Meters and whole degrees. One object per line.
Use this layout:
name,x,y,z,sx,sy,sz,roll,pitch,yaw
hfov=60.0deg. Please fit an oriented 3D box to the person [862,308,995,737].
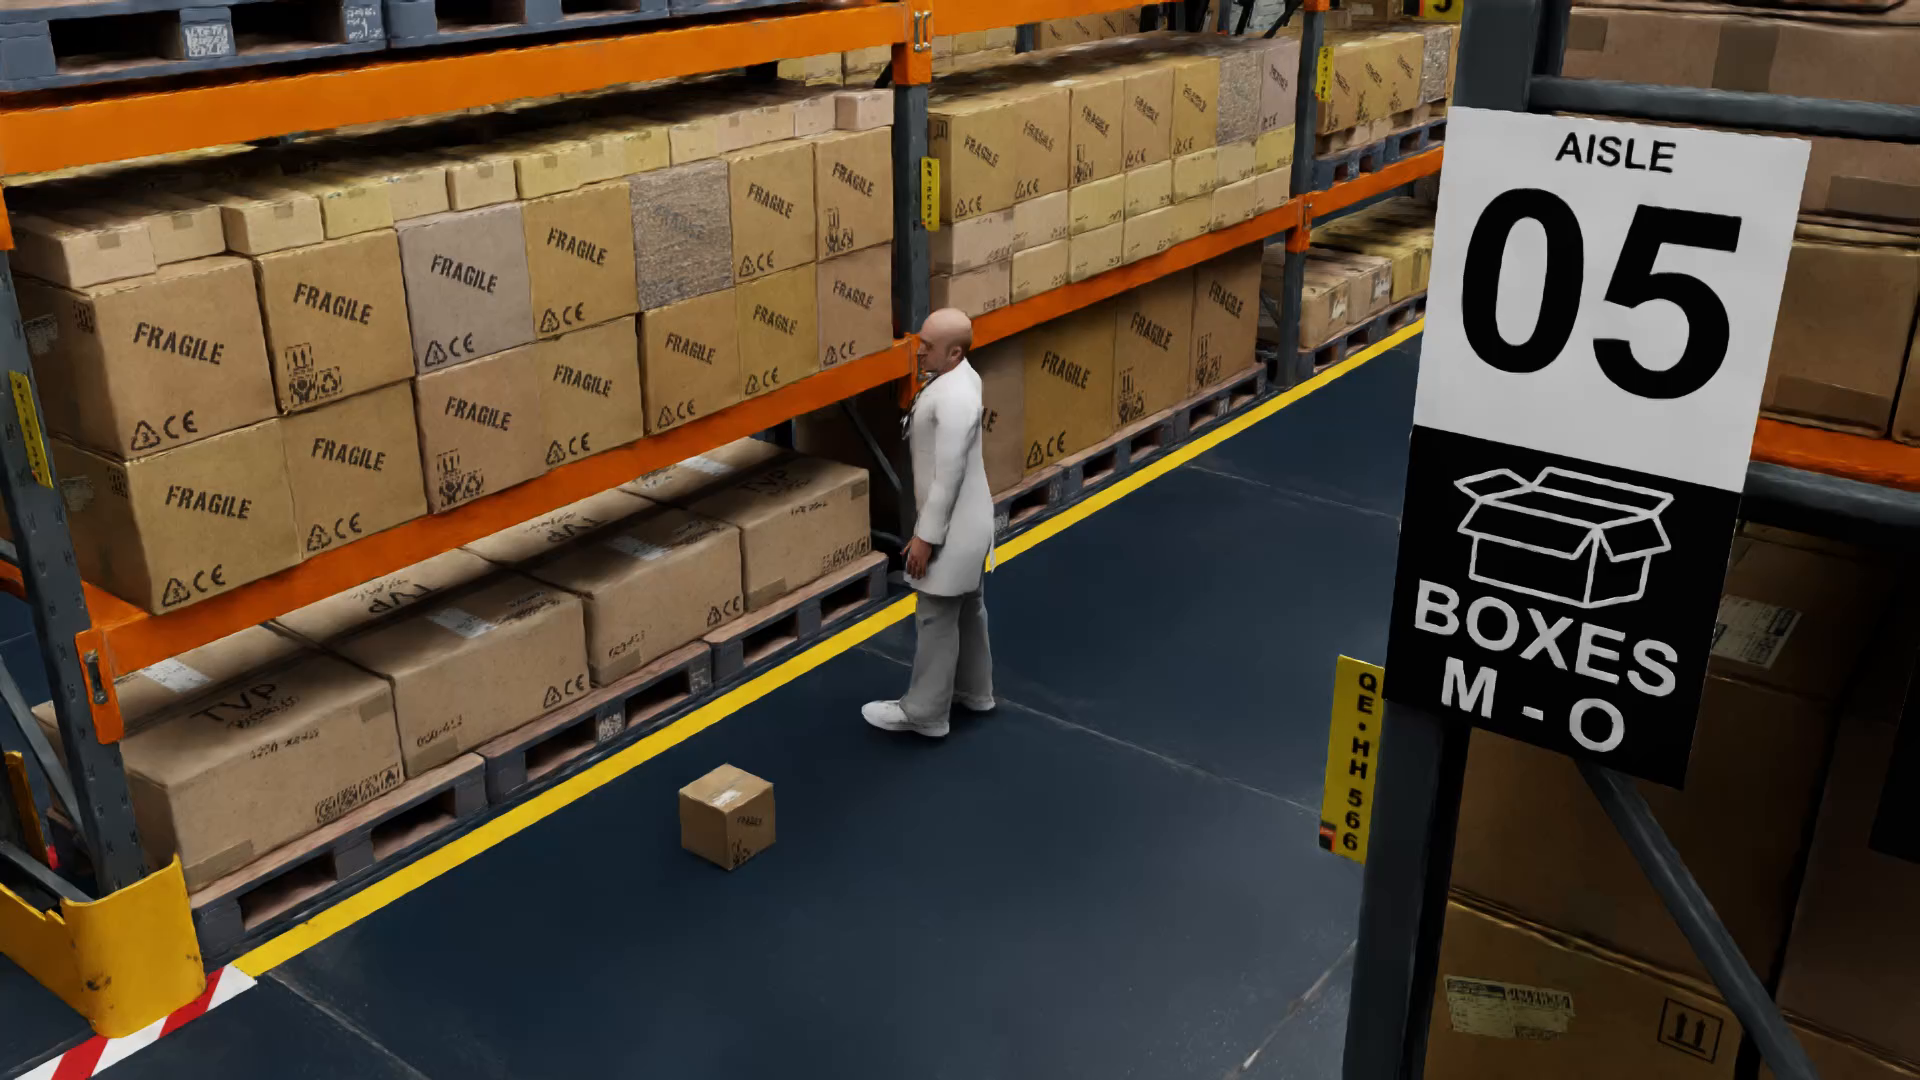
person,-0.128,-0.076,6.729,0.551,1.787,0.654,1,23,3
